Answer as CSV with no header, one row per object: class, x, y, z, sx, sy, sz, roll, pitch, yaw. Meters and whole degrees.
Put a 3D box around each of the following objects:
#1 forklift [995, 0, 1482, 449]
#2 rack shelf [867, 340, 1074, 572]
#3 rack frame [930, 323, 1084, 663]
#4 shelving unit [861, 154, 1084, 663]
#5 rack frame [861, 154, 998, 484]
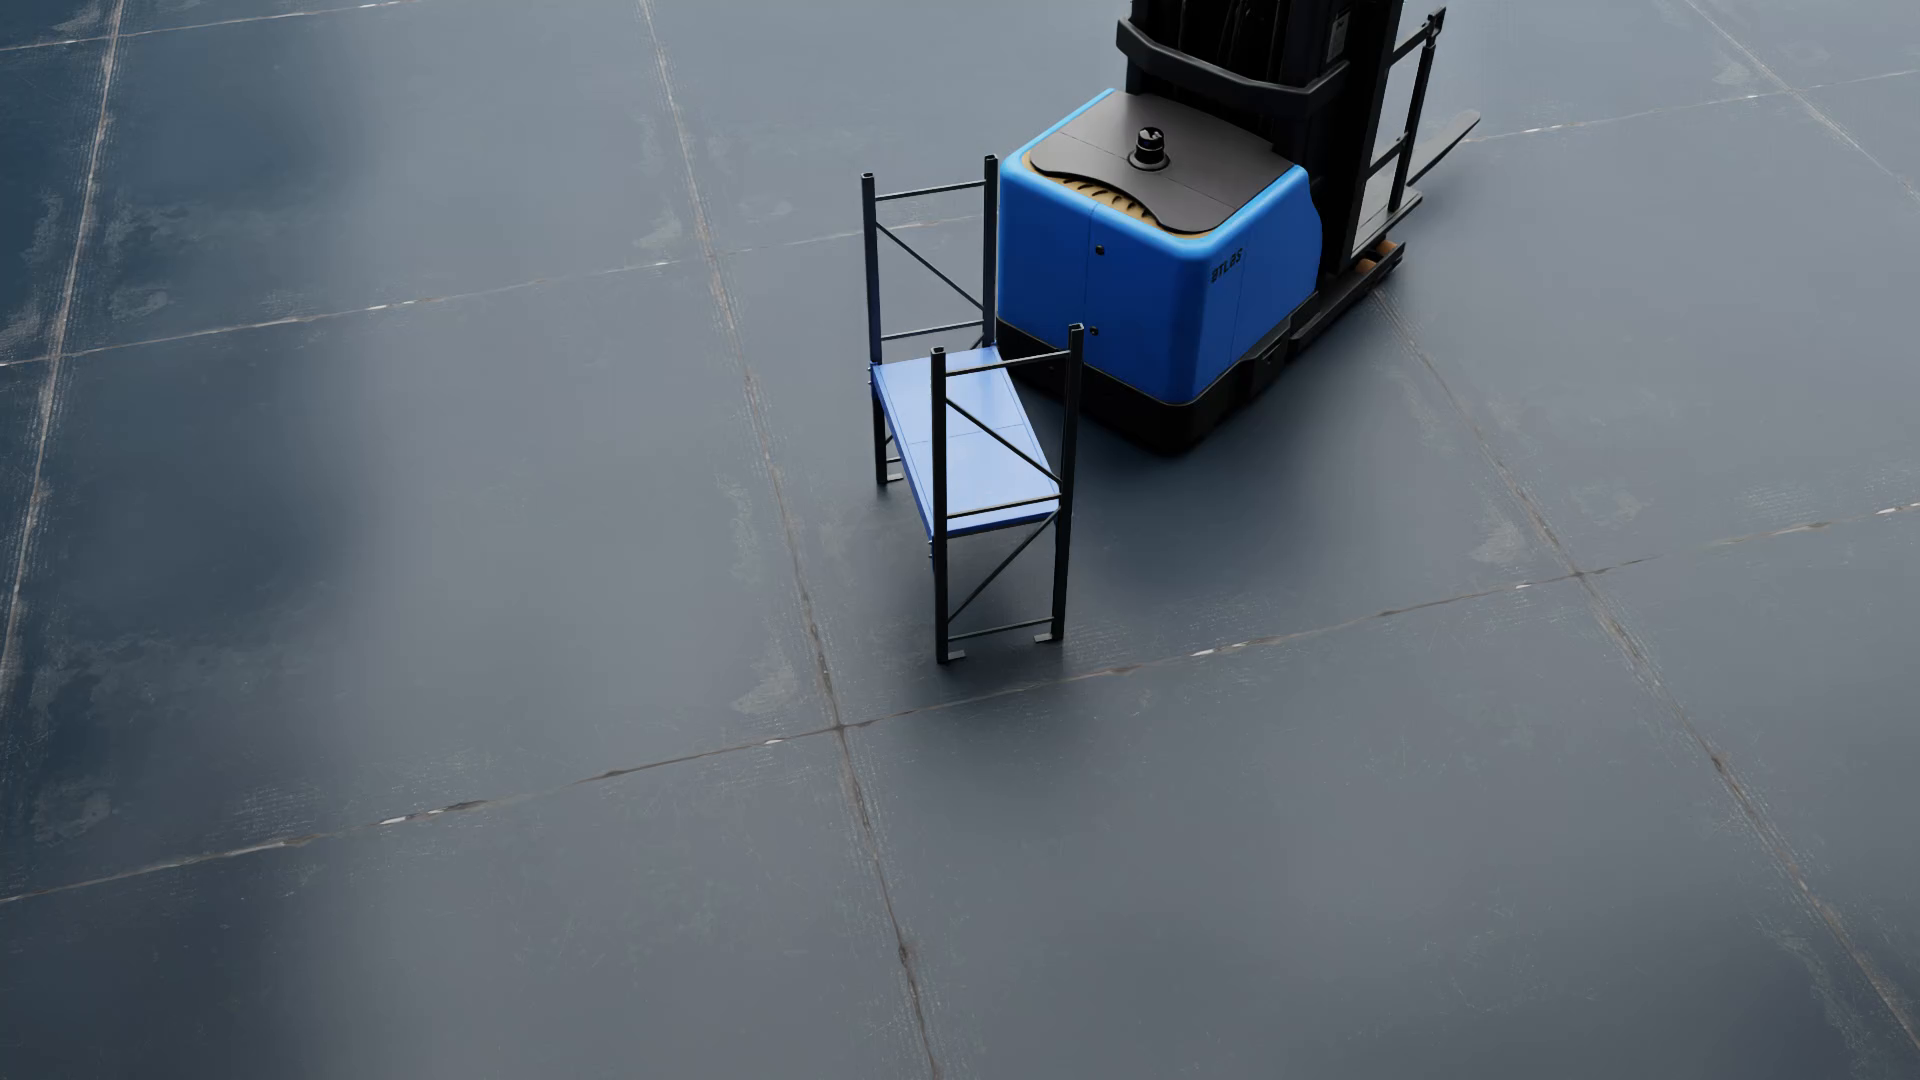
forklift,1.474,-2.399,7.049,1.130,2.935,3.031,31,53,27
rack shelf,0.022,-0.340,6.285,0.538,0.185,1.000,-11,47,-10
rack frame,0.152,-0.115,5.813,0.500,1.500,0.032,-11,47,-10
shelving unit,0.022,-0.466,6.157,0.538,1.500,1.048,-11,47,-10
rack frame,-0.108,-0.817,6.501,0.500,1.500,0.032,-11,47,-10
